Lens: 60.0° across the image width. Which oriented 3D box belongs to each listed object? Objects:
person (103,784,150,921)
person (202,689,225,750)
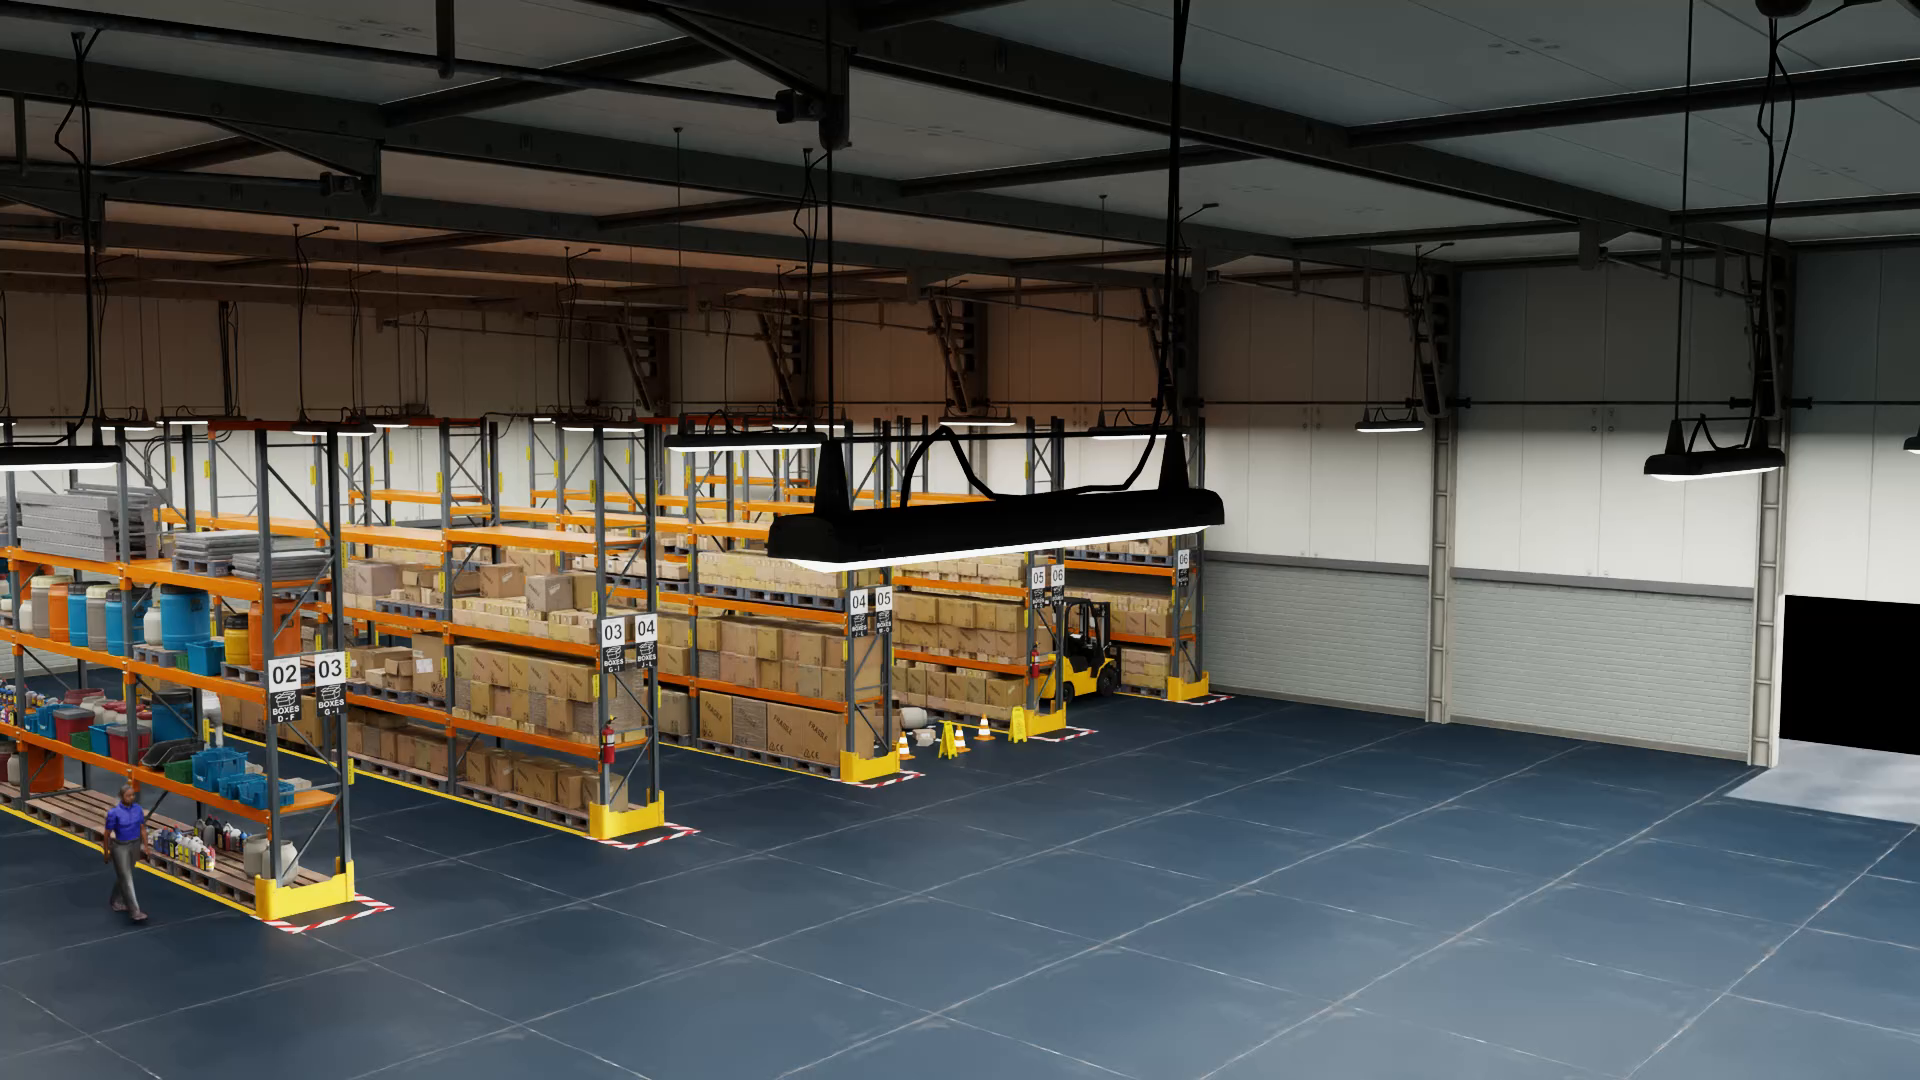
[{"bbox_3d":[-10.212,3.806,20.433,0.954,1.608,0.499,2,5,24],"label":"person"},{"bbox_3d":[-13.388,3.044,29.636,0.548,1.657,0.531,-3,6,-33],"label":"person"}]
